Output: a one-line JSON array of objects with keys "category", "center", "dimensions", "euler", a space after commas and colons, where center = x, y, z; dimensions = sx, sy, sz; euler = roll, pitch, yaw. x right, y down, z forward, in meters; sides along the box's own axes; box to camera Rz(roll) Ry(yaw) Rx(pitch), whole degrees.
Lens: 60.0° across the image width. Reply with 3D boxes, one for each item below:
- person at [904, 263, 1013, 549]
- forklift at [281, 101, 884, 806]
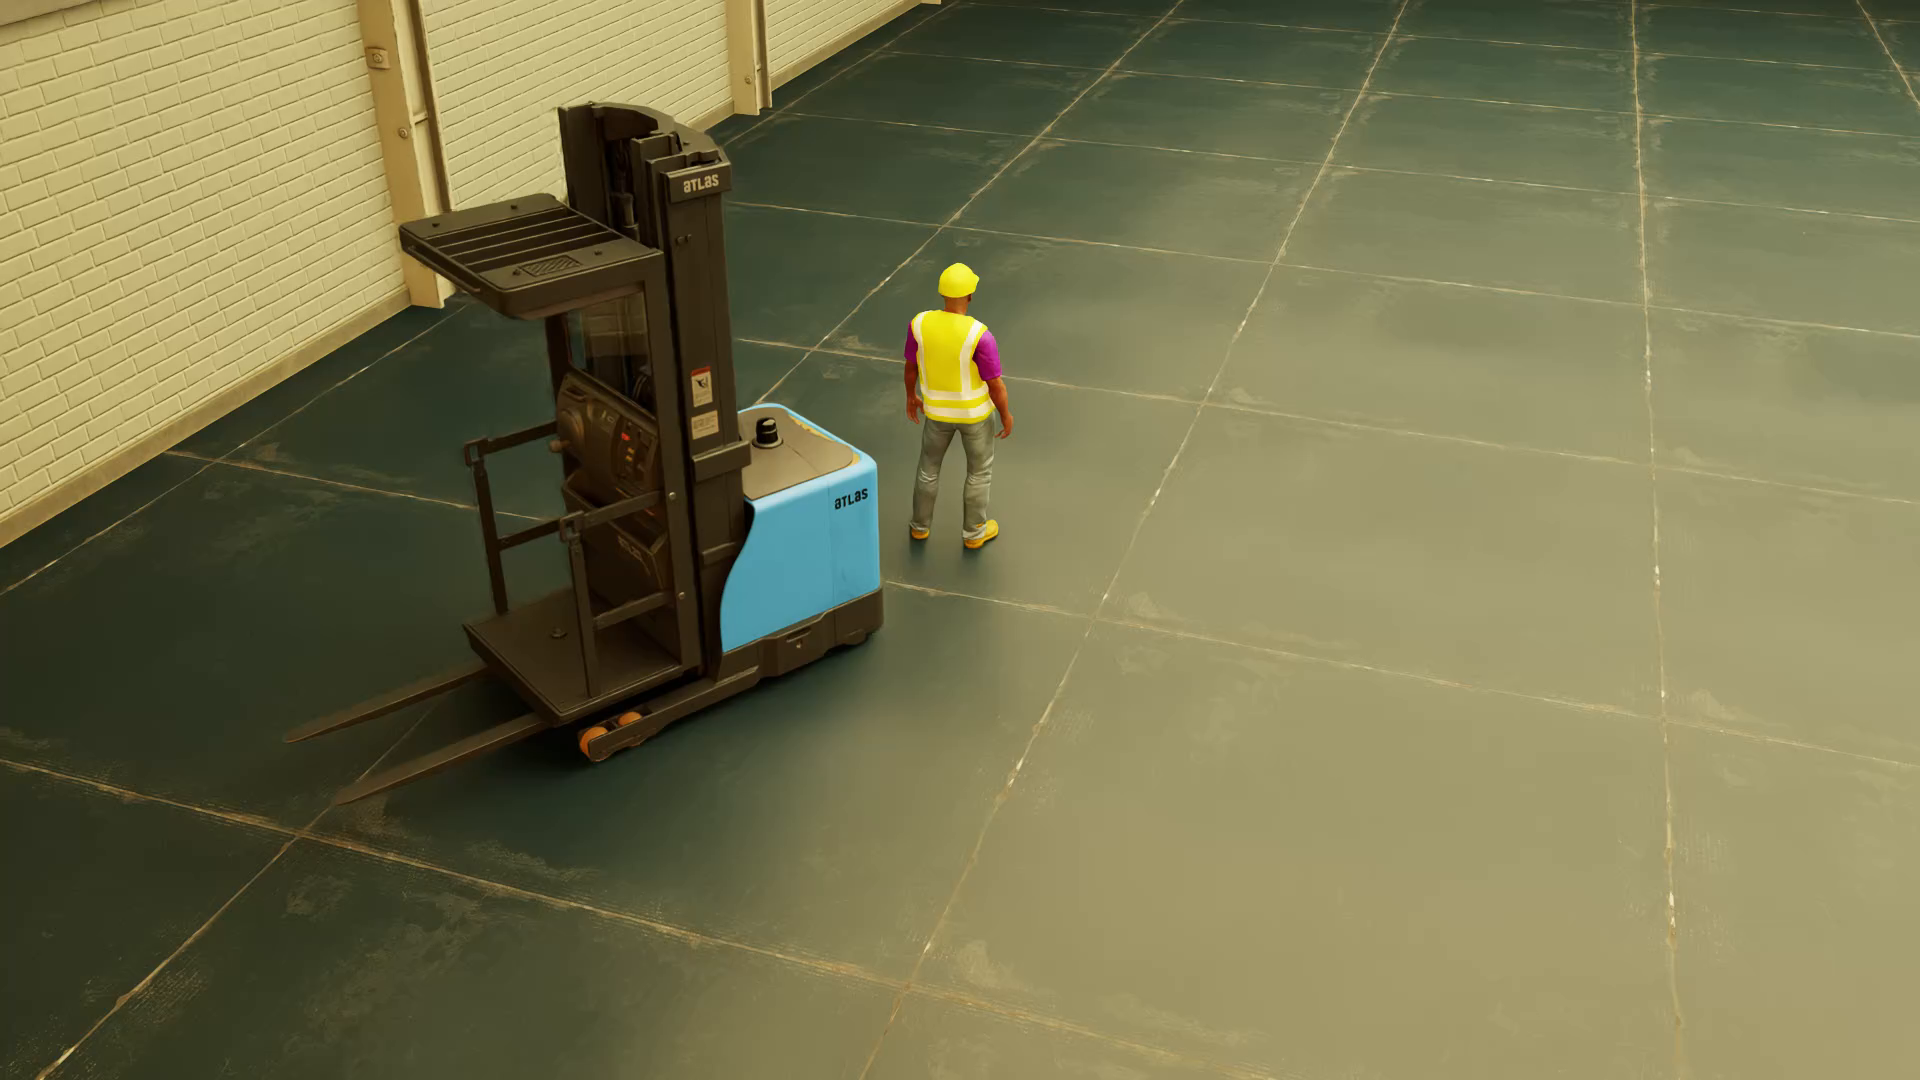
[{"category": "person", "center": [-0.023, -0.772, 9.668], "dimensions": [0.686, 1.769, 0.426], "euler": [10, 31, 16]}, {"category": "forklift", "center": [-1.879, -0.480, 7.979], "dimensions": [3.031, 2.935, 1.130], "euler": [-22, 36, -34]}]
